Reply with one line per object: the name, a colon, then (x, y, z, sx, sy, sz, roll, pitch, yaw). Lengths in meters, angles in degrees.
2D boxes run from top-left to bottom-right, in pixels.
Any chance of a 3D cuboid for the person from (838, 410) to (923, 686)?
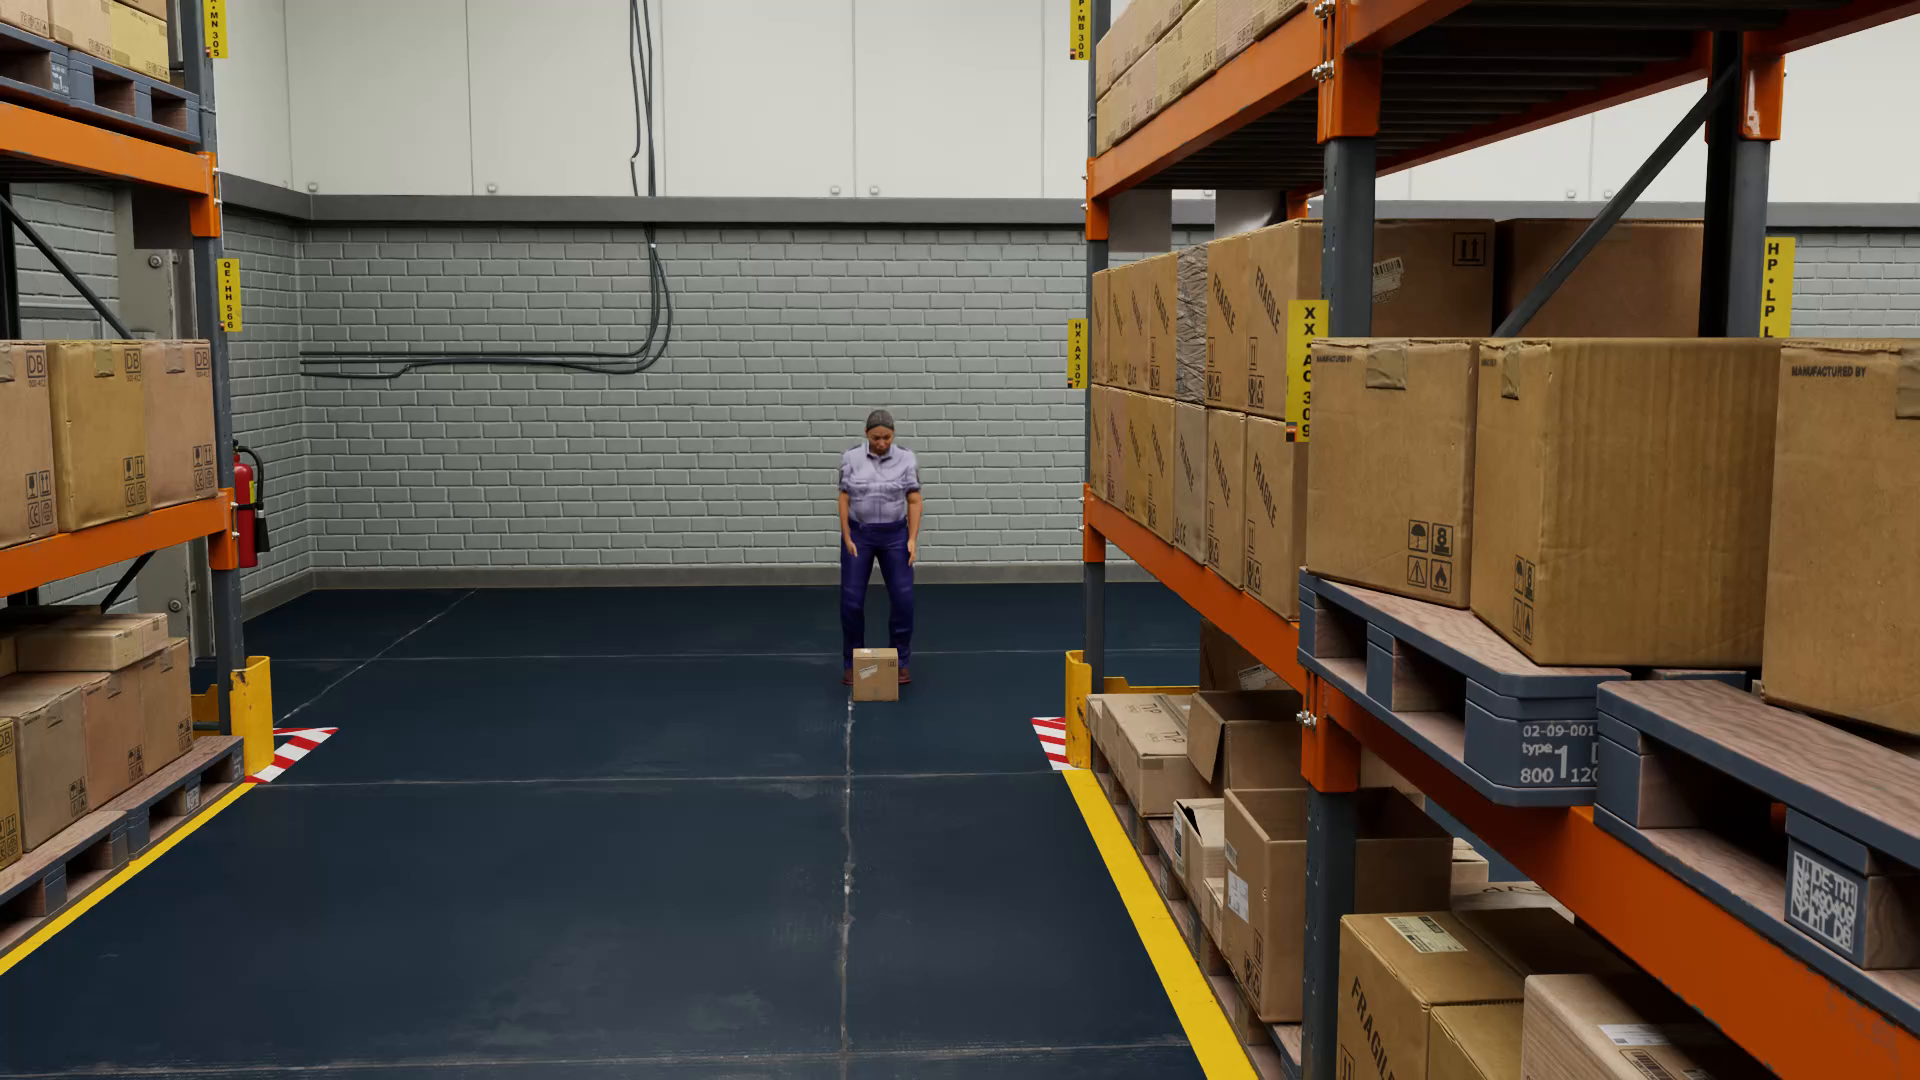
person: (-0.465, 0.036, 9.744, 0.496, 1.608, 0.390, 0, 7, -2)
